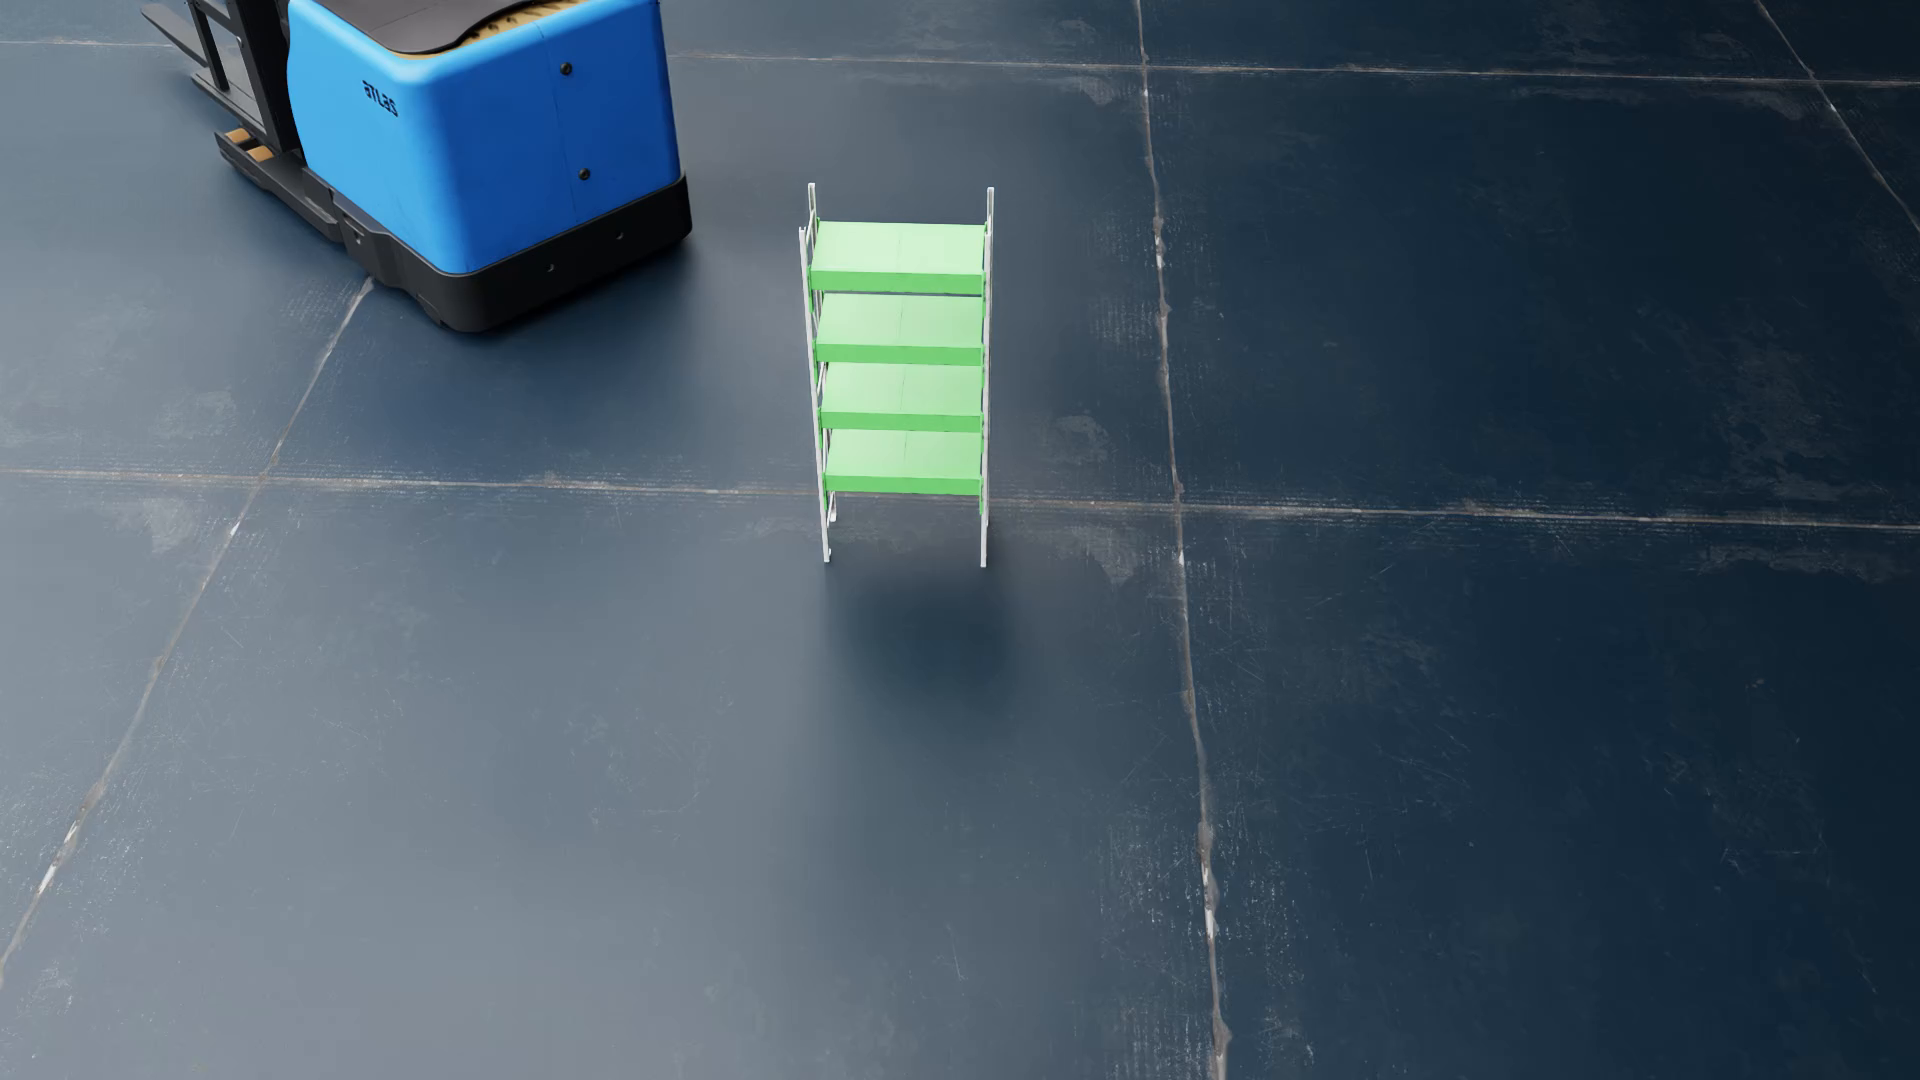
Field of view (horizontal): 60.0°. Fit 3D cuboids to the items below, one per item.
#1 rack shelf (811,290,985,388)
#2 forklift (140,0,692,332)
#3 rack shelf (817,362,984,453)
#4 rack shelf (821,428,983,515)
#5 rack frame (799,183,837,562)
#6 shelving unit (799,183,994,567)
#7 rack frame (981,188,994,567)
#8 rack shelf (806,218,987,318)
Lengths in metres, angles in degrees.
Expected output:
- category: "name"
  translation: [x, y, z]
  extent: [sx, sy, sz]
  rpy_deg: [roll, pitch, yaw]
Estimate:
- category: "rack shelf"
  translation: [-0.165, -0.573, 4.726]
  extent: [0.480, 0.148, 0.258]
  rpy_deg: [2, 43, 2]
- category: "forklift"
  translation: [-2.416, -2.724, 6.024]
  extent: [1.130, 2.935, 3.031]
  rpy_deg: [-33, 52, -30]
- category: "rack shelf"
  translation: [-0.165, -0.397, 4.890]
  extent: [0.480, 0.148, 0.258]
  rpy_deg: [2, 43, 2]
- category: "rack shelf"
  translation: [-0.165, -0.222, 5.054]
  extent: [0.480, 0.148, 0.258]
  rpy_deg: [2, 43, 2]
- category: "rack frame"
  translation: [-0.409, -0.452, 4.855]
  extent: [0.015, 1.200, 0.240]
  rpy_deg: [2, 43, 2]
- category: "shelving unit"
  translation: [-0.165, -0.444, 4.846]
  extent: [0.503, 1.200, 0.258]
  rpy_deg: [2, 43, 2]
- category: "rack frame"
  translation: [0.078, -0.437, 4.838]
  extent: [0.015, 1.200, 0.240]
  rpy_deg: [2, 43, 2]
- category: "rack shelf"
  translation: [-0.165, -0.749, 4.563]
  extent: [0.480, 0.148, 0.258]
  rpy_deg: [2, 43, 2]
